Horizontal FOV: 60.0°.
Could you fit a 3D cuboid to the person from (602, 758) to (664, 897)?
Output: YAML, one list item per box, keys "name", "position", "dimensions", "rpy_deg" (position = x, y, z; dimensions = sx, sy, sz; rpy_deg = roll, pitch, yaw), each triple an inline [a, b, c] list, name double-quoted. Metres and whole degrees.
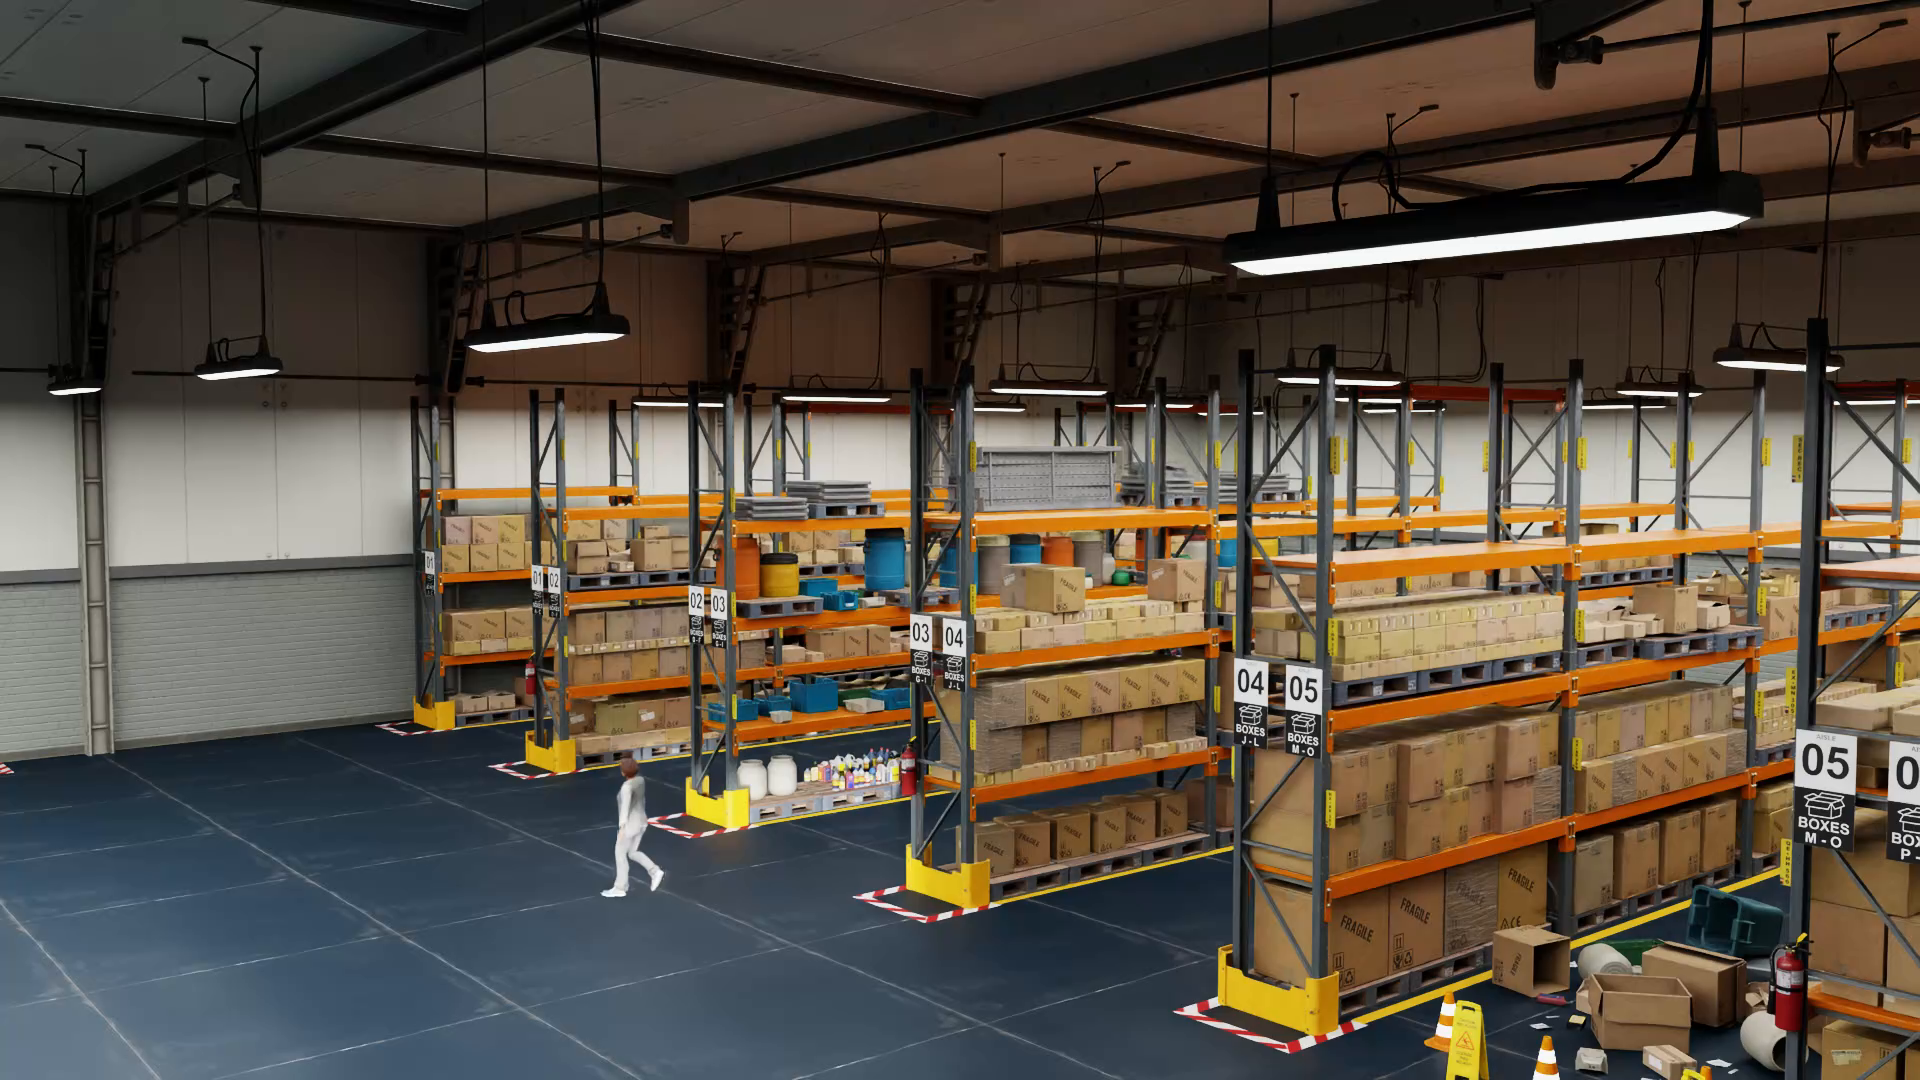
- name: "person"
  position: [-3.693, 3.251, 18.837]
  dimensions: [0.694, 1.584, 0.469]
  rpy_deg: [1, 4, 17]
